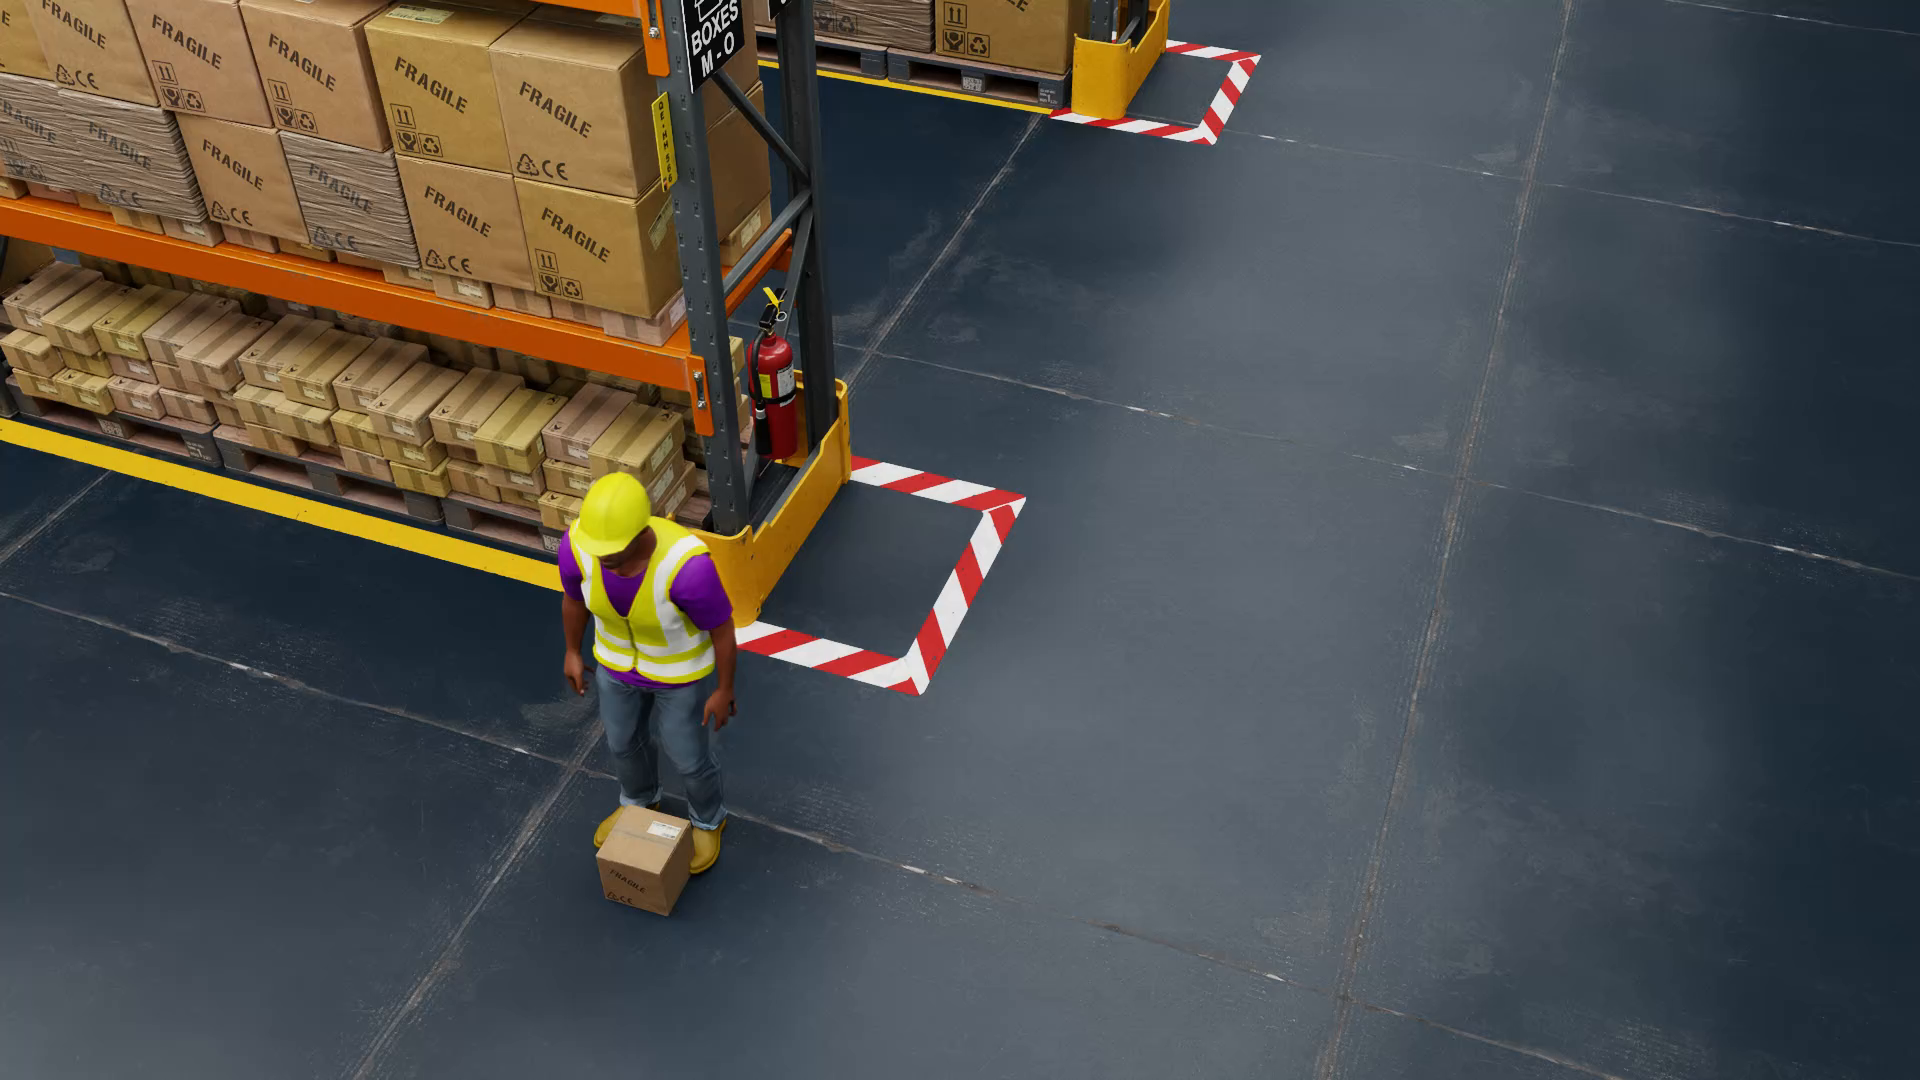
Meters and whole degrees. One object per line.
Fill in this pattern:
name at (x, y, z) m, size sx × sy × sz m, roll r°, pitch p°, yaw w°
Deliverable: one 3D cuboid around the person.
person at (-1.055, 0.443, 5.640) m, size 0.635 × 1.760 × 0.463 m, roll 13°, pitch 43°, yaw 14°
